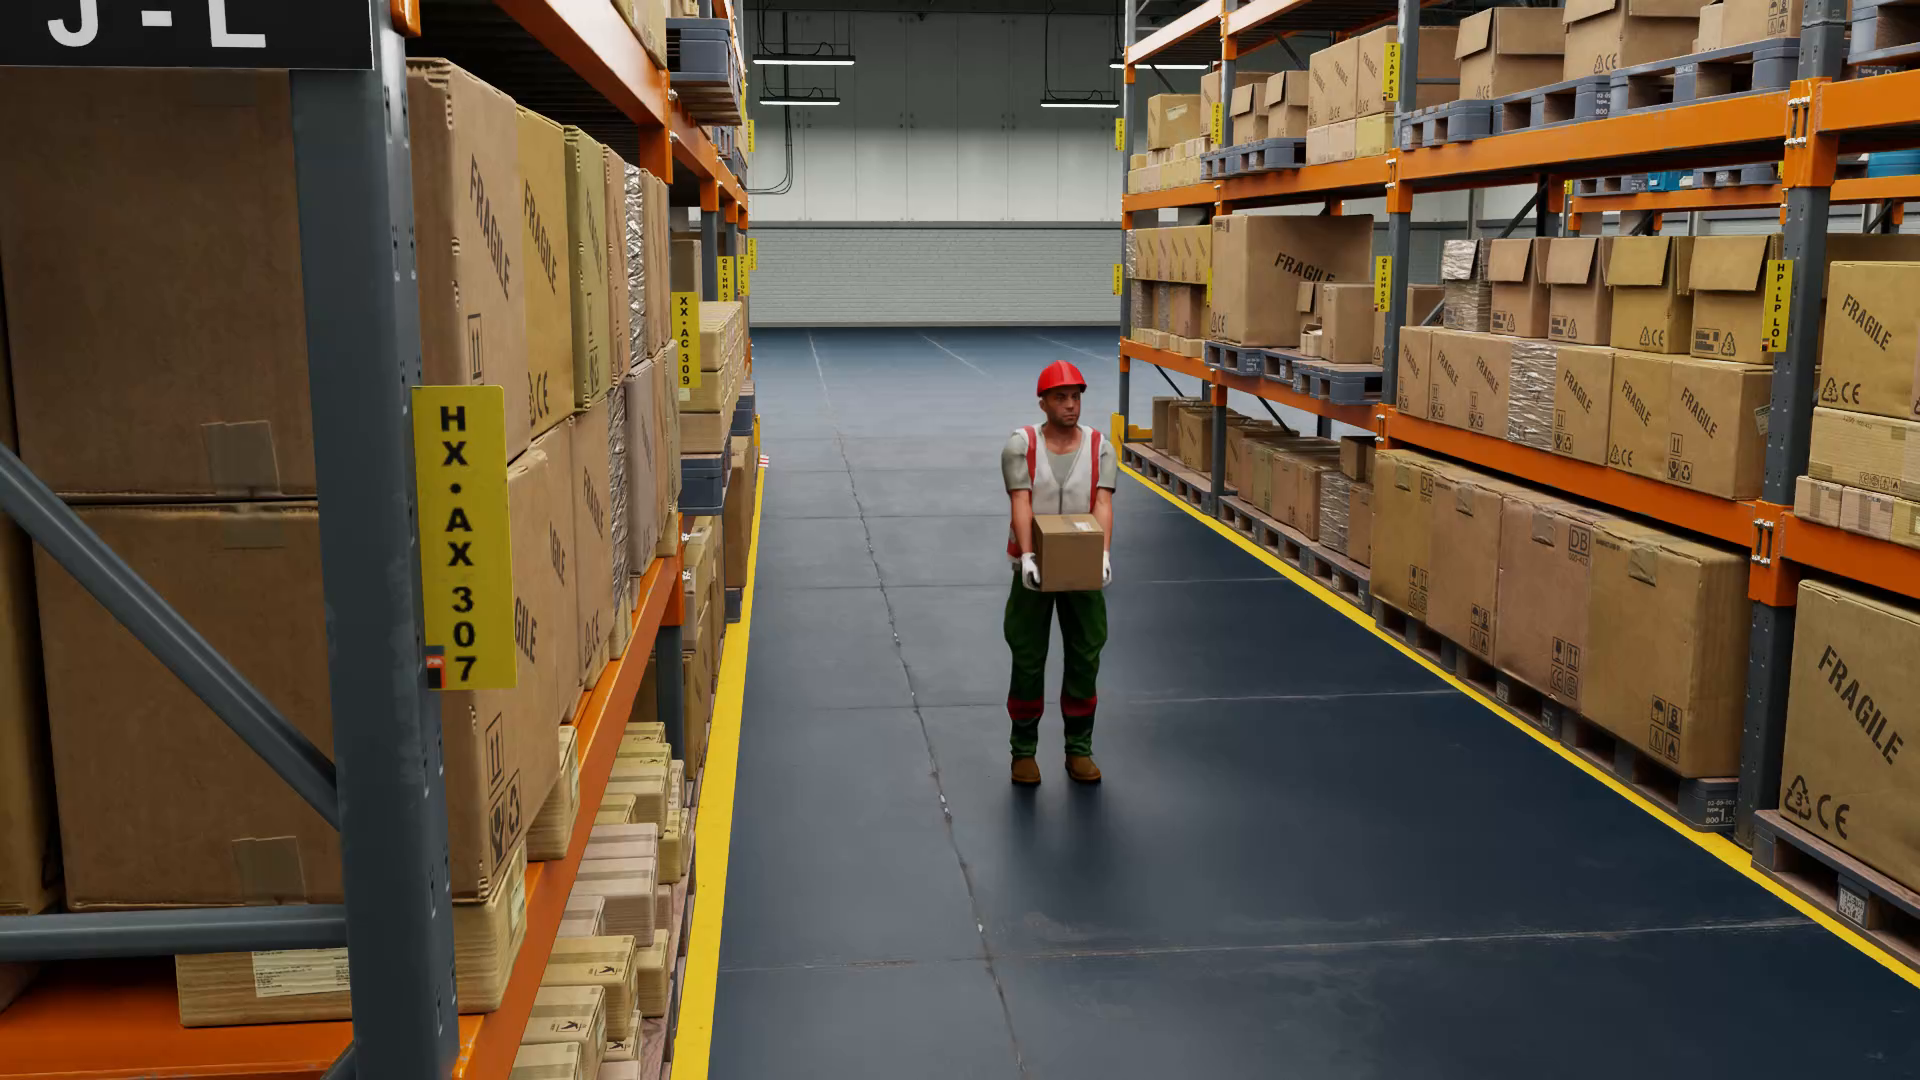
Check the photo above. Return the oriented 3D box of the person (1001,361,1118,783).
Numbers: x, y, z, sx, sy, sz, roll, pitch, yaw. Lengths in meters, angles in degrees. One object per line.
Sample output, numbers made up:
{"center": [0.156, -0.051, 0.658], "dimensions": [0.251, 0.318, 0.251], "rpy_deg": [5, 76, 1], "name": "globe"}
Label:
{"center": [0.429, 0.149, 6.975], "dimensions": [0.495, 1.786, 0.556], "rpy_deg": [-1, 10, -7], "name": "person"}
